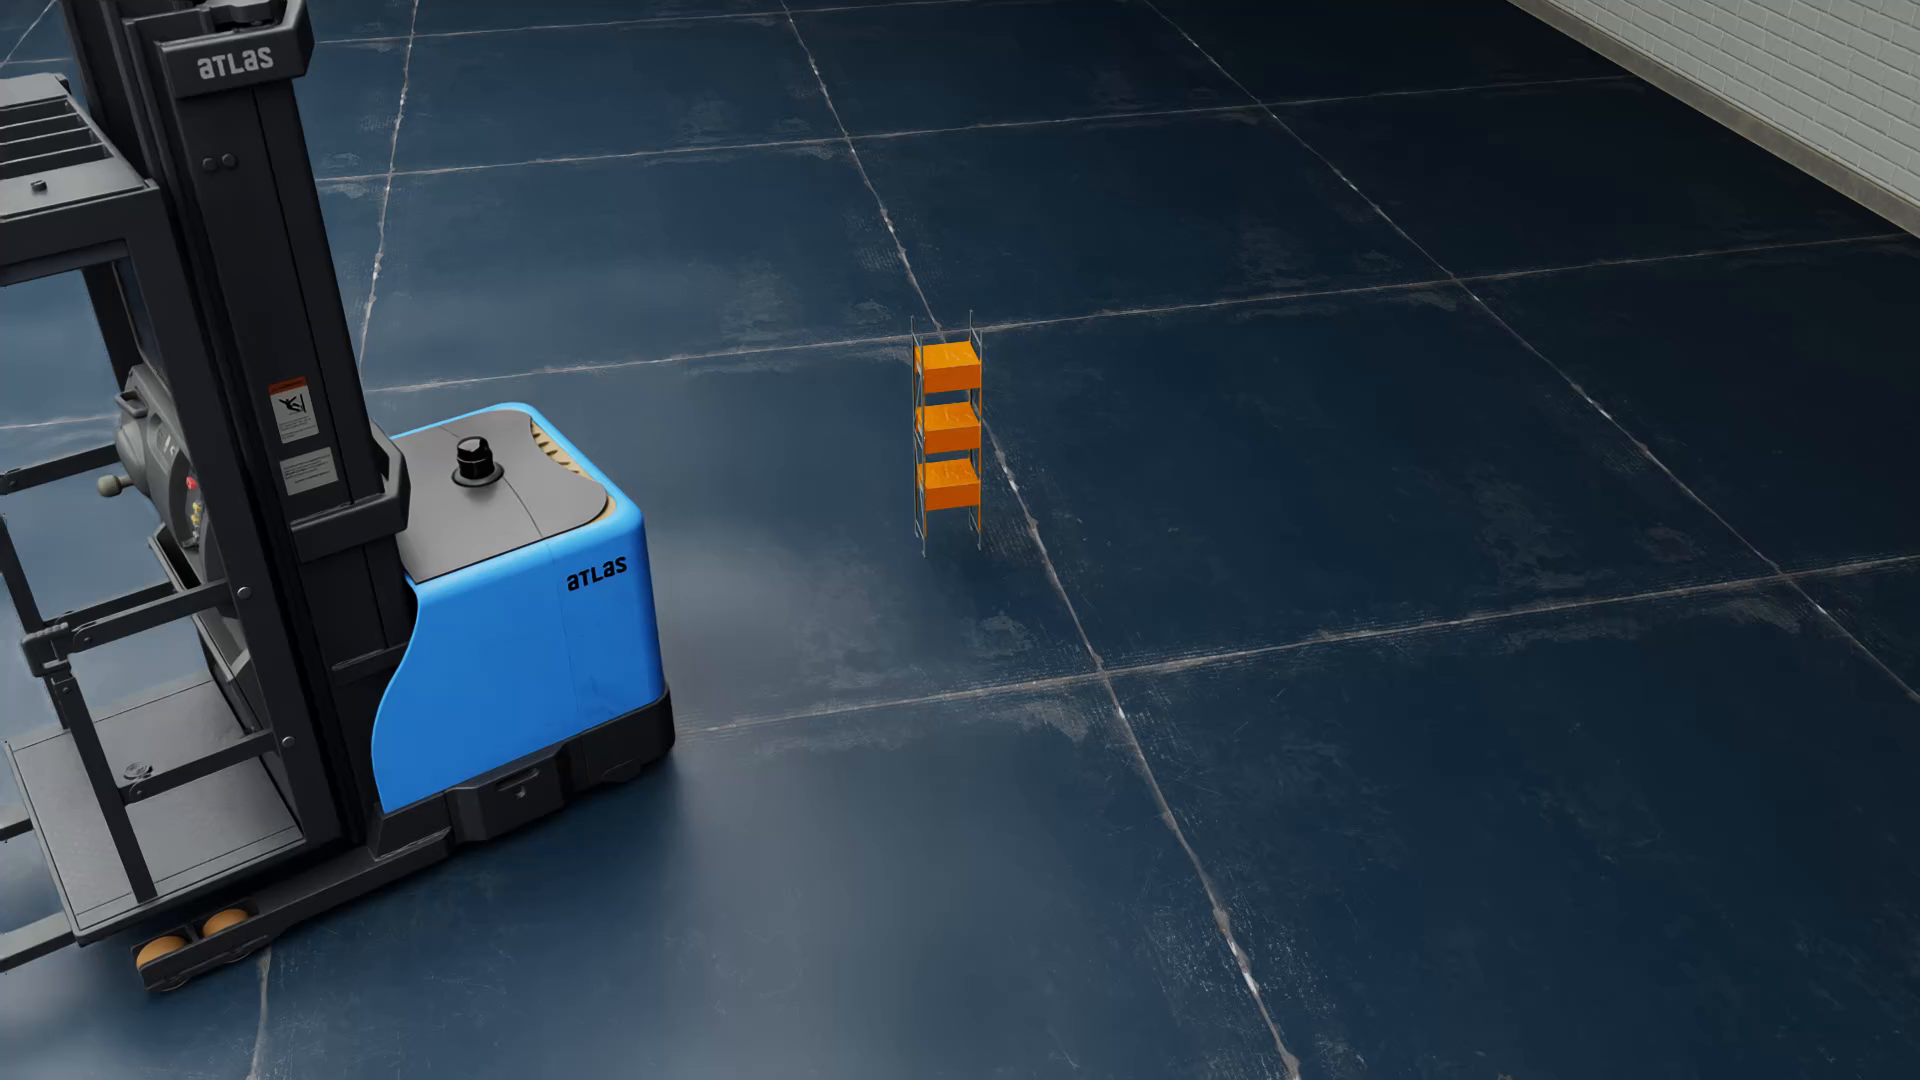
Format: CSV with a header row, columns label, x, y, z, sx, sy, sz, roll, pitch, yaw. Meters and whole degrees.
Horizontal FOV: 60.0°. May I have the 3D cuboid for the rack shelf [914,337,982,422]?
label,x,y,z,sx,sy,sz,roll,pitch,yaw
rack shelf,-0.052,-0.656,6.795,0.240,0.259,0.215,-7,35,-11

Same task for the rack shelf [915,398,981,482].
label,x,y,z,sx,sy,sz,roll,pitch,yaw
rack shelf,-0.052,-0.421,6.954,0.240,0.259,0.215,-7,35,-11

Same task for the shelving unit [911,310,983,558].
label,x,y,z,sx,sy,sz,roll,pitch,yaw
shelving unit,-0.052,-0.429,6.948,0.252,1.050,0.215,-7,35,-11

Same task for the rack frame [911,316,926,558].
label,x,y,z,sx,sy,sz,roll,pitch,yaw
rack frame,-0.171,-0.414,6.925,0.008,1.050,0.200,-7,35,-11

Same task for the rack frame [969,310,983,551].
label,x,y,z,sx,sy,sz,roll,pitch,yaw
rack frame,0.067,-0.444,6.970,0.008,1.050,0.200,-7,35,-11

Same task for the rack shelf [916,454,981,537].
label,x,y,z,sx,sy,sz,roll,pitch,yaw
rack shelf,-0.052,-0.190,7.108,0.240,0.259,0.215,-7,35,-11

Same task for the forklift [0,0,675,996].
label,x,y,z,sx,sy,sz,roll,pitch,yaw
forklift,-2.524,-0.154,4.850,3.031,2.935,1.130,-22,40,-29
